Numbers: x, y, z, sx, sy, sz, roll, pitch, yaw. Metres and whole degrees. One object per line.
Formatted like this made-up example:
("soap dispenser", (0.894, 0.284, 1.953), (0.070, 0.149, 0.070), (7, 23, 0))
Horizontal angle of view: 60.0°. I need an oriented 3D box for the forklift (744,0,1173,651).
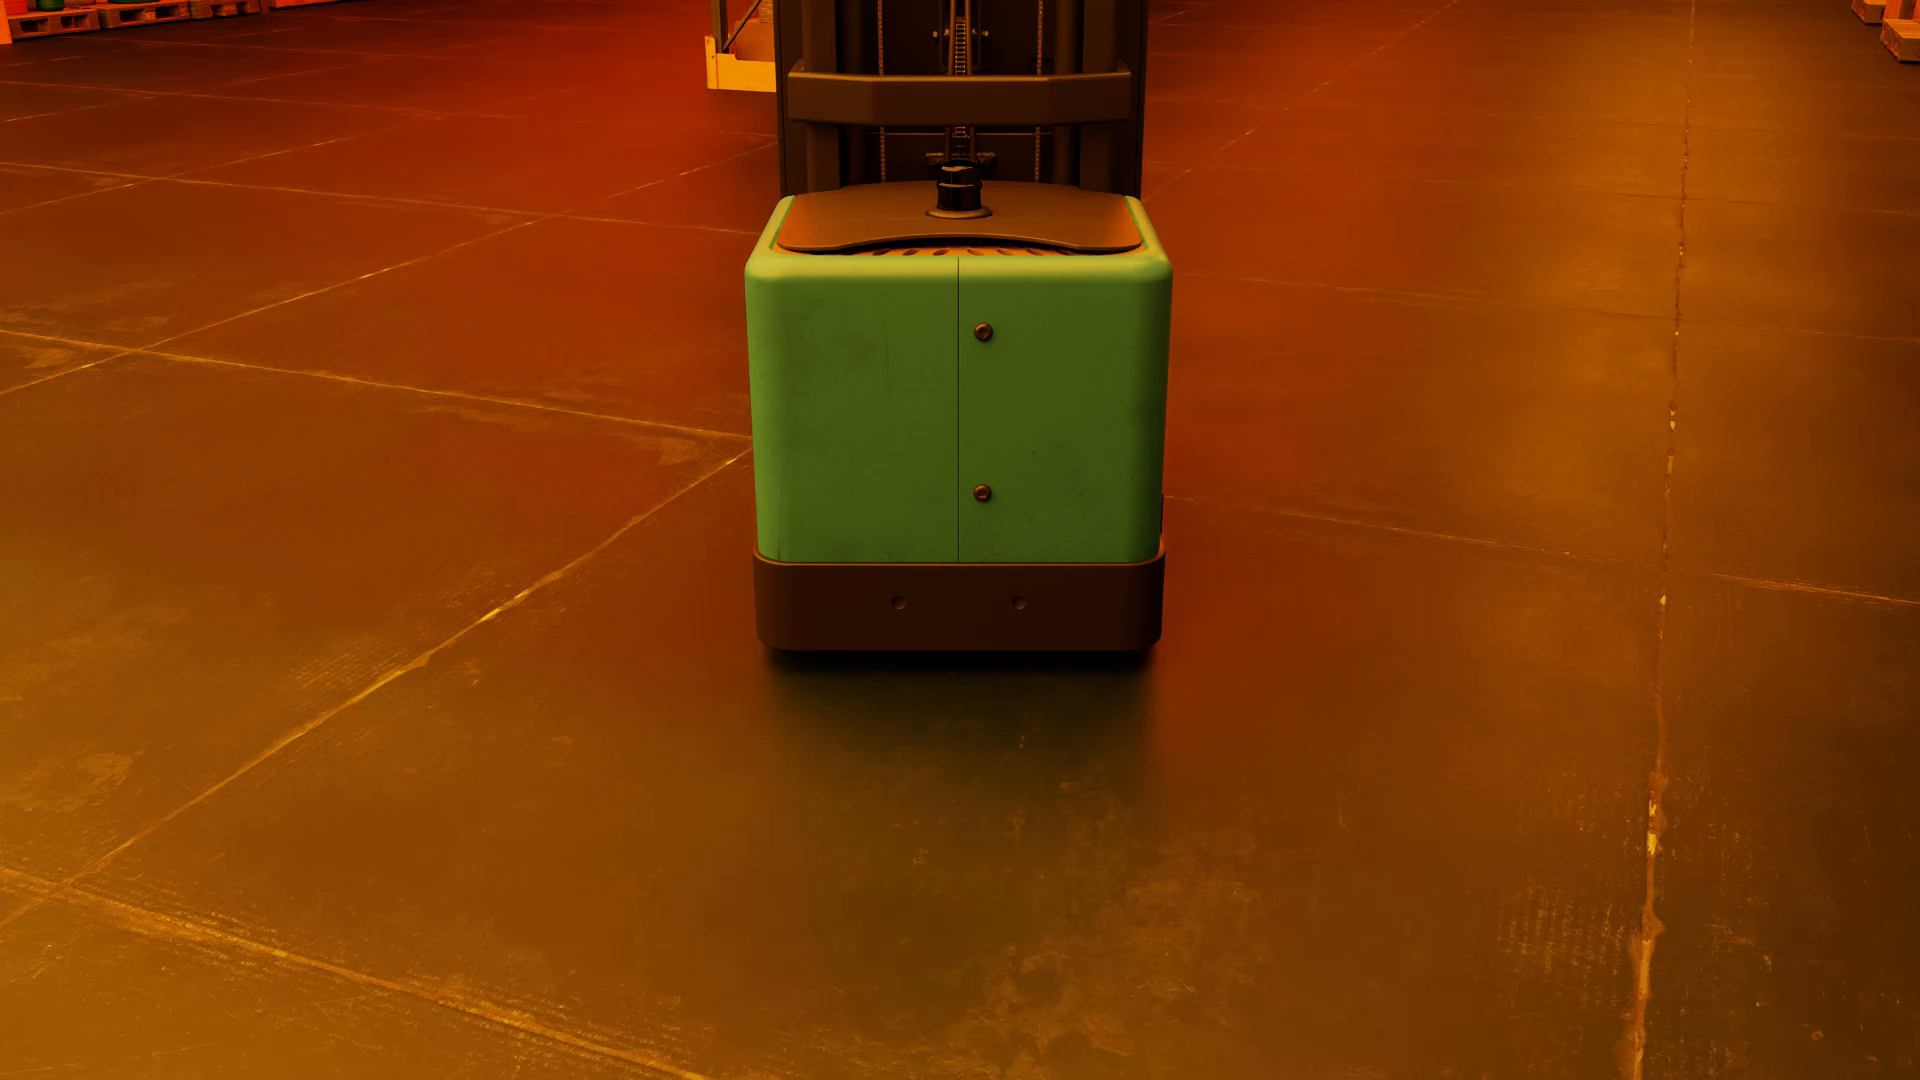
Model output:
("forklift", (0.002, -1.587, 5.089), (1.130, 2.935, 3.031), (0, 23, 0))
